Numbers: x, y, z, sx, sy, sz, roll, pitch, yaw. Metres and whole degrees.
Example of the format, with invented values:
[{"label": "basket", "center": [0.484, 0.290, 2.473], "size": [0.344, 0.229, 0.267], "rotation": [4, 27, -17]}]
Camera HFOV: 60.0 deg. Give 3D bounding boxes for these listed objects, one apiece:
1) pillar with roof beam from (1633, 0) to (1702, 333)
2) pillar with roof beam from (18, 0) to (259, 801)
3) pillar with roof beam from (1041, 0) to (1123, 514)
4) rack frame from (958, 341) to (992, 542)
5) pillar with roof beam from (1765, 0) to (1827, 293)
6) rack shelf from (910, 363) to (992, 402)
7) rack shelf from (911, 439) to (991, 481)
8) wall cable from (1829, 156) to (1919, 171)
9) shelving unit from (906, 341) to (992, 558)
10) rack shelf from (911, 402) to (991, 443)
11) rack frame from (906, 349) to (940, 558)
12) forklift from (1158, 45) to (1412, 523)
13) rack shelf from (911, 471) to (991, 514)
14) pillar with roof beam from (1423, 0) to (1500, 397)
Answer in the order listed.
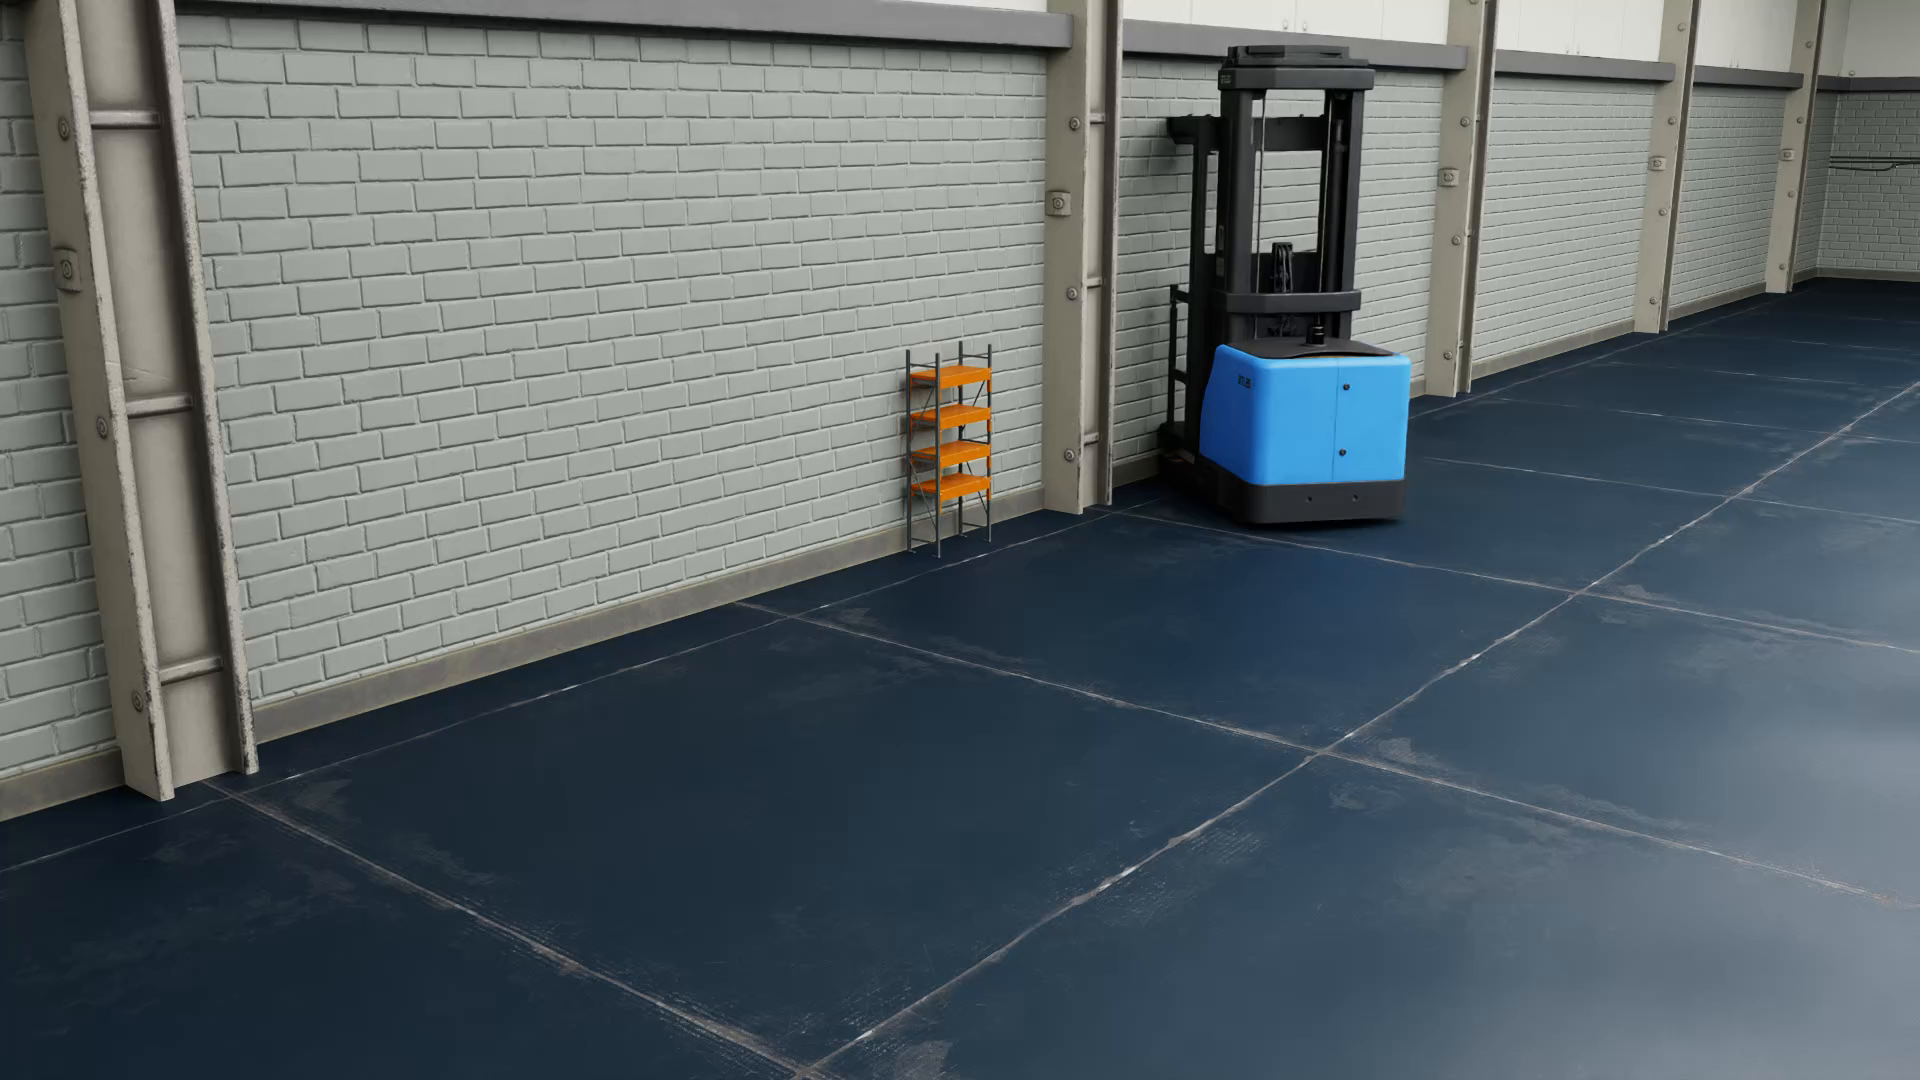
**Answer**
[{"label": "pillar with roof beam", "center": [11.661, -6.220, 16.331], "size": [9.100, 9.000, 0.400], "rotation": [11, 18, 38]}, {"label": "pillar with roof beam", "center": [0.348, -2.773, 2.761], "size": [9.100, 9.000, 0.400], "rotation": [11, 18, 38]}, {"label": "pillar with roof beam", "center": [4.119, -3.922, 7.284], "size": [9.100, 9.000, 0.400], "rotation": [11, 18, 38]}, {"label": "rack frame", "center": [0.089, -0.589, 10.004], "size": [0.240, 1.200, 0.015], "rotation": [11, 18, 37]}, {"label": "pillar with roof beam", "center": [15.432, -7.369, 20.854], "size": [9.100, 9.000, 0.400], "rotation": [11, 18, 38]}, {"label": "rack shelf", "center": [-0.062, -0.923, 9.722], "size": [0.258, 0.148, 0.480], "rotation": [11, 18, 37]}, {"label": "rack shelf", "center": [-0.062, -0.477, 9.836], "size": [0.258, 0.148, 0.480], "rotation": [11, 18, 37]}, {"label": "wall cable", "center": [14.964, -6.890, 25.274], "size": [3.097, 2.526, 0.112], "rotation": [11, 18, 38]}, {"label": "shelving unit", "center": [-0.062, -0.542, 9.819], "size": [0.258, 1.200, 0.503], "rotation": [11, 18, 37]}, {"label": "rack shelf", "center": [-0.062, -0.694, 9.781], "size": [0.258, 0.148, 0.480], "rotation": [11, 18, 37]}, {"label": "rack frame", "center": [-0.214, -0.495, 9.634], "size": [0.240, 1.200, 0.015], "rotation": [11, 18, 37]}, {"label": "forklift", "center": [2.031, -1.838, 11.407], "size": [1.130, 2.935, 3.031], "rotation": [-3, 14, -10]}, {"label": "rack shelf", "center": [-0.062, -0.285, 9.885], "size": [0.258, 0.148, 0.480], "rotation": [11, 18, 37]}, {"label": "pillar with roof beam", "center": [7.890, -5.071, 11.807], "size": [9.100, 9.000, 0.400], "rotation": [11, 18, 38]}]
